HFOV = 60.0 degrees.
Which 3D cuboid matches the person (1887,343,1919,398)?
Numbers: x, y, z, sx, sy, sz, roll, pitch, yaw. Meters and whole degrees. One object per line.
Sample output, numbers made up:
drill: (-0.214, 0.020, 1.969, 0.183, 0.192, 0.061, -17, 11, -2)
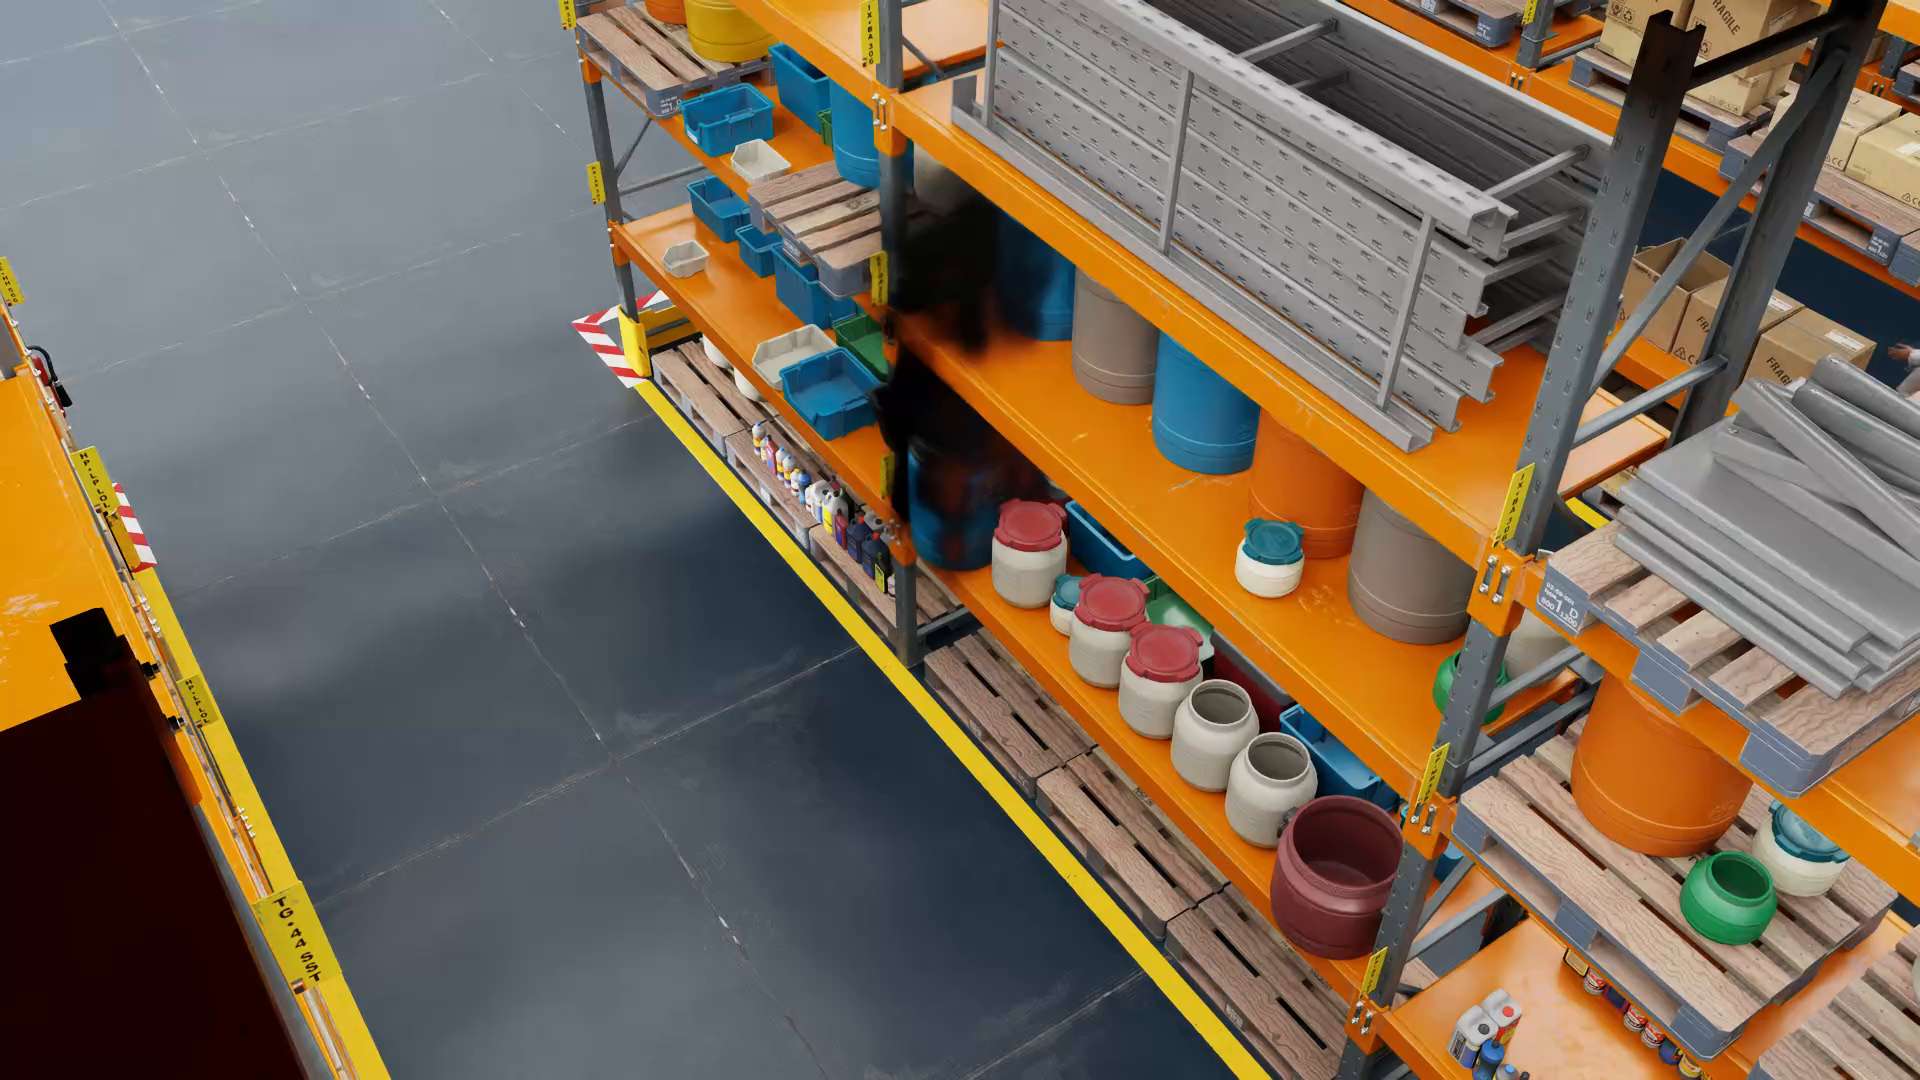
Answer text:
person: (6.943, -1.129, 11.713, 0.711, 1.769, 0.899, -29, 50, -28)
